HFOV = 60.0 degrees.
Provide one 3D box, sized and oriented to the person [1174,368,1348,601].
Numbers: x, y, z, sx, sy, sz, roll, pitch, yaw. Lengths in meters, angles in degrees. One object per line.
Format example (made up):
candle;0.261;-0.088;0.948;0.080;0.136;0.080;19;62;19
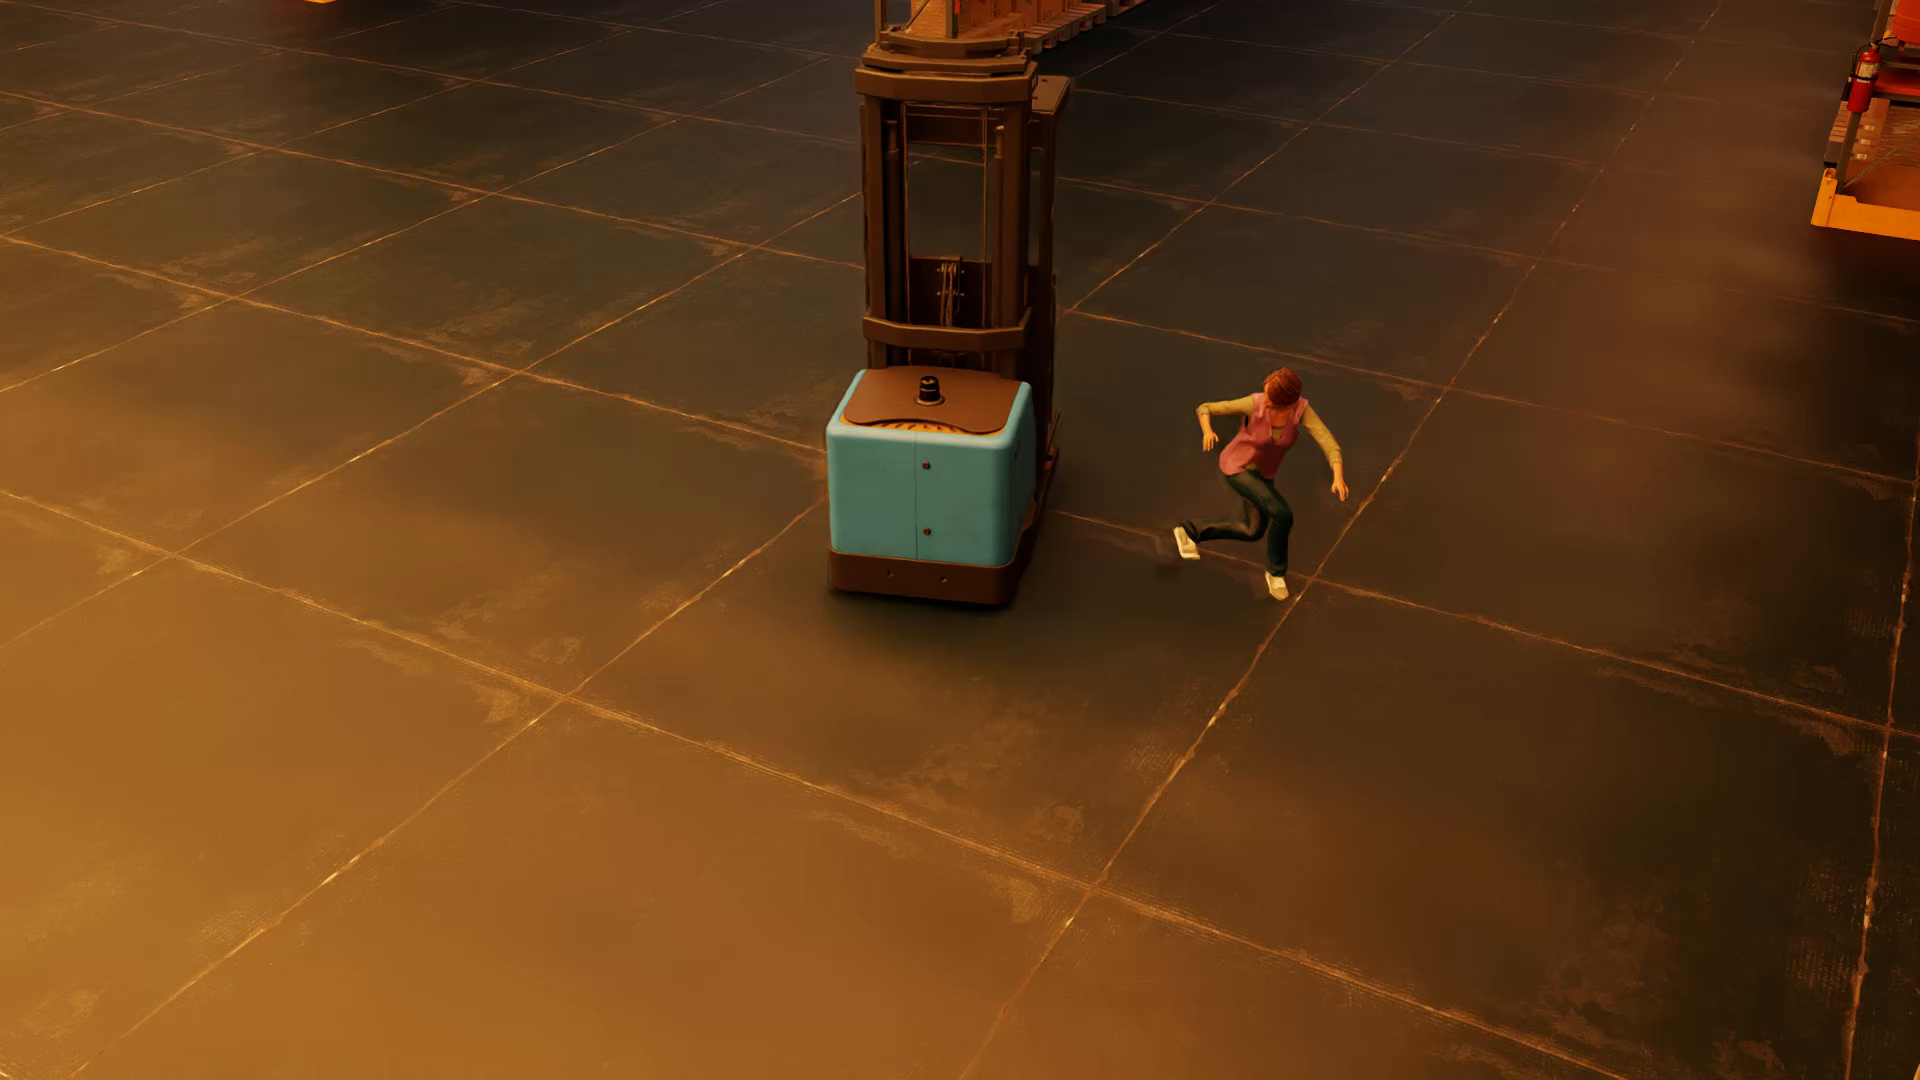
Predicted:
person;1.628;-0.280;9.167;0.727;1.366;1.037;-17;34;-27

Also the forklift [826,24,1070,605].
forklift;0.032;-1.630;9.895;1.130;2.935;3.031;5;30;9
